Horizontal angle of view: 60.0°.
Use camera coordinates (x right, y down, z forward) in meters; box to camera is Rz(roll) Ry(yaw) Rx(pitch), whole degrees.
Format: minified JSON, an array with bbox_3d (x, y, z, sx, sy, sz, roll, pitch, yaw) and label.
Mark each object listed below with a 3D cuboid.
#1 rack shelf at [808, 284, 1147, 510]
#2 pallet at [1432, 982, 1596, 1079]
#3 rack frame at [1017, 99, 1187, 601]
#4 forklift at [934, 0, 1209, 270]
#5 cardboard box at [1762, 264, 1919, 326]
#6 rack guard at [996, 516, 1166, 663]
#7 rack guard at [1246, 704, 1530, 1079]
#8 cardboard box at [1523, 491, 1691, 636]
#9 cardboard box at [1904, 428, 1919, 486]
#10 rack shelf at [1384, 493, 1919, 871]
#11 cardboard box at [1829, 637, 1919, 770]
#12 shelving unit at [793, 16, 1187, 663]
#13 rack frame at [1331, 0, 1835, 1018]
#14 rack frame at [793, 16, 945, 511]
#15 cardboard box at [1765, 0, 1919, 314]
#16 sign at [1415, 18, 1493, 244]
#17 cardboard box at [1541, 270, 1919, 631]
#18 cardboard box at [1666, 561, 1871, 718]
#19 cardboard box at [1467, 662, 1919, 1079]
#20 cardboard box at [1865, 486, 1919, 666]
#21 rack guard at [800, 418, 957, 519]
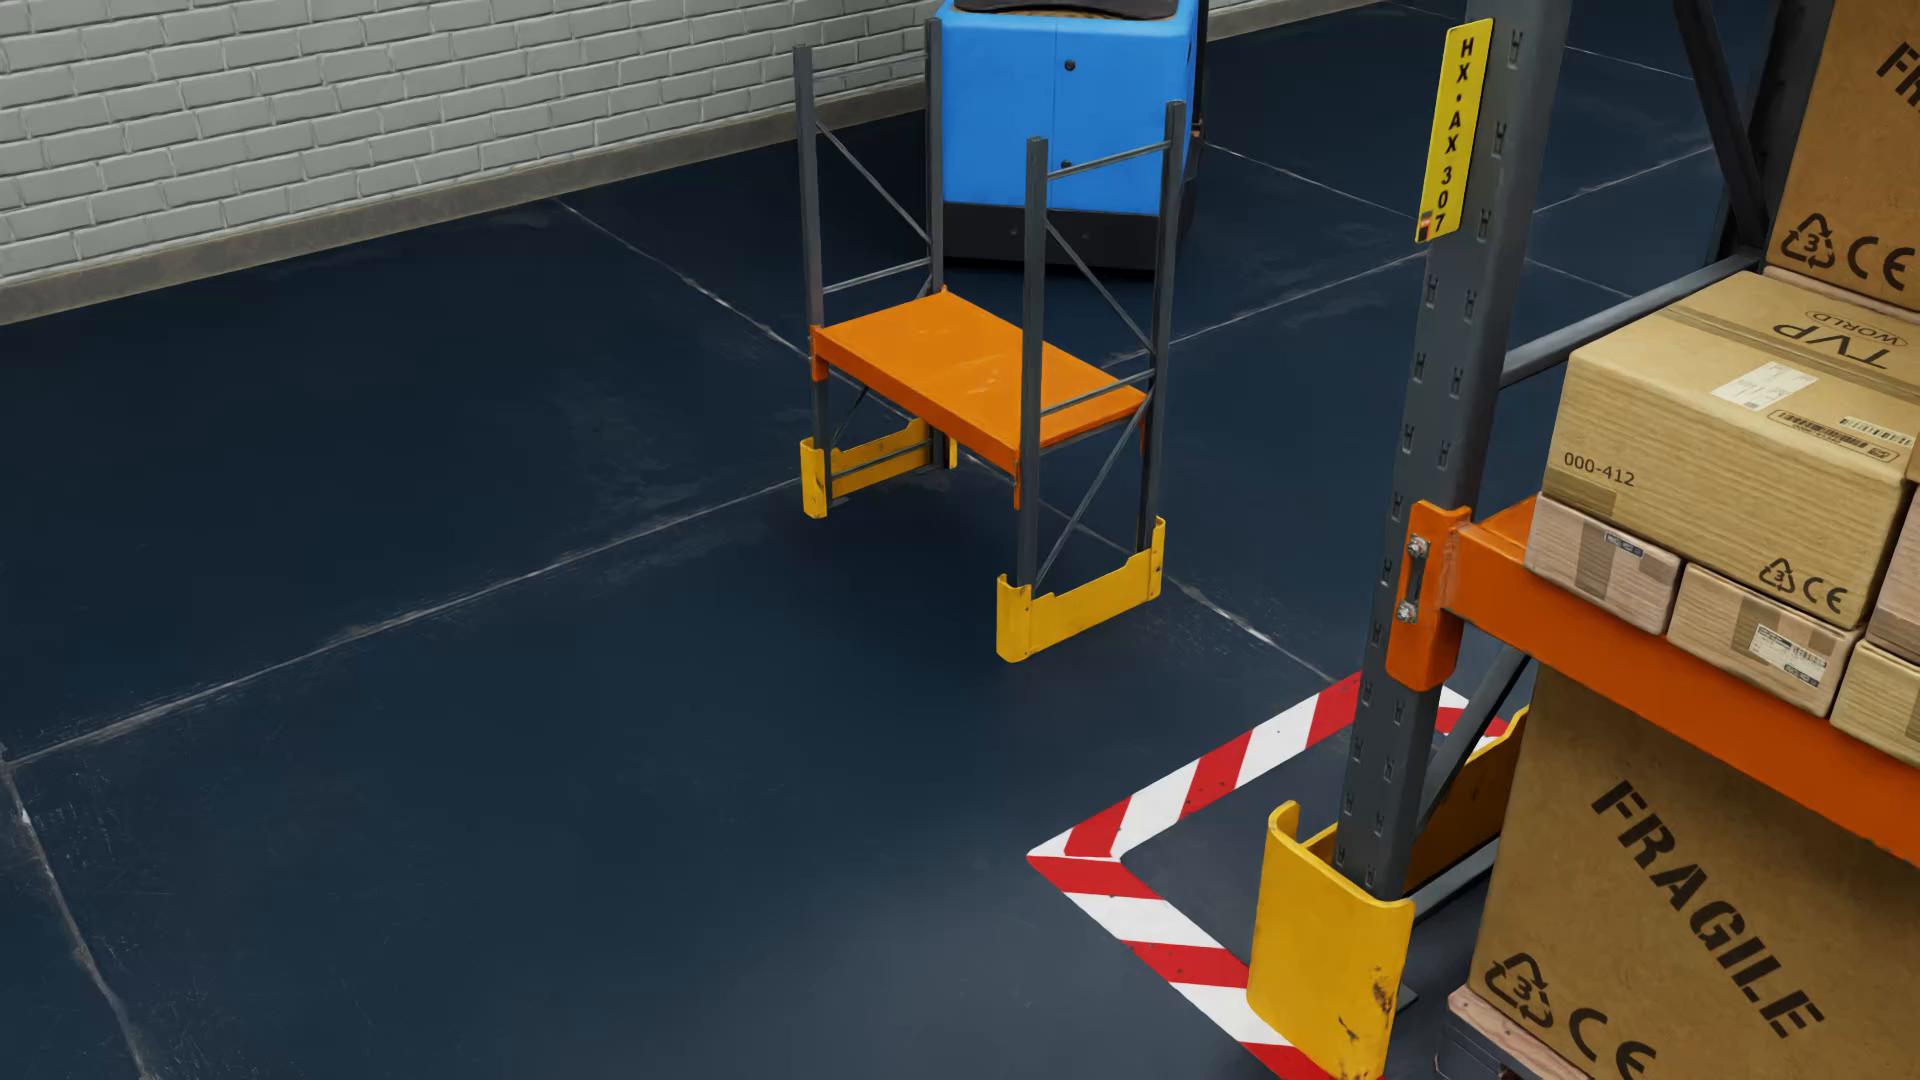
[{"bbox_3d":[0.052,-0.449,4.892,0.538,0.185,1.000,-22,38,-31],"label":"rack shelf"},{"bbox_3d":[1.733,1.107,3.267,1.003,0.211,1.213,-22,38,-31],"label":"pallet"},{"bbox_3d":[0.364,-0.390,4.456,0.500,1.500,0.032,-22,38,-31],"label":"rack frame"},{"bbox_3d":[0.641,-3.130,7.512,1.130,2.935,3.031,5,32,9],"label":"forklift"},{"bbox_3d":[1.688,-0.332,2.801,0.500,0.250,0.500,-23,39,-32],"label":"cardboard box"},{"bbox_3d":[0.352,0.133,4.799,0.587,0.250,0.087,-22,38,-31],"label":"rack guard"},{"bbox_3d":[1.167,0.667,3.703,1.175,0.500,0.348,-22,38,-31],"label":"rack guard"},{"bbox_3d":[1.138,-0.024,2.683,0.380,0.149,0.250,-22,38,-31],"label":"cardboard box"},{"bbox_3d":[1.569,-0.271,1.992,0.500,0.500,0.500,-23,39,-32],"label":"cardboard box"},{"bbox_3d":[2.408,0.754,1.875,1.077,0.370,4.000,-22,38,-31],"label":"rack shelf"},{"bbox_3d":[1.454,0.189,2.340,0.380,0.149,0.250,-23,39,-32],"label":"cardboard box"},{"bbox_3d":[0.047,-0.605,4.803,0.587,1.500,1.083,-22,38,-31],"label":"shelving unit"},{"bbox_3d":[1.181,-0.385,3.027,1.000,3.000,0.127,-22,38,-31],"label":"rack frame"},{"bbox_3d":[-0.259,-0.813,5.138,0.500,1.500,0.032,-22,38,-31],"label":"rack frame"},{"bbox_3d":[1.688,-0.648,2.600,0.500,0.500,0.500,-22,38,-31],"label":"cardboard box"},{"bbox_3d":[0.739,-0.609,2.493,0.100,0.325,0.005,-22,38,-31],"label":"sign"},{"bbox_3d":[1.262,-0.160,2.525,0.500,0.250,0.500,-23,39,-33],"label":"cardboard box"},{"bbox_3d":[1.297,0.083,2.512,0.380,0.149,0.250,-23,38,-32],"label":"cardboard box"},{"bbox_3d":[1.637,0.580,3.089,0.875,0.875,0.875,-22,38,-31],"label":"cardboard box"},{"bbox_3d":[1.586,0.054,2.180,0.500,0.250,0.500,-23,38,-32],"label":"cardboard box"},{"bbox_3d":[-0.259,-0.282,5.467,0.587,0.250,0.087,-22,38,-31],"label":"rack guard"}]
